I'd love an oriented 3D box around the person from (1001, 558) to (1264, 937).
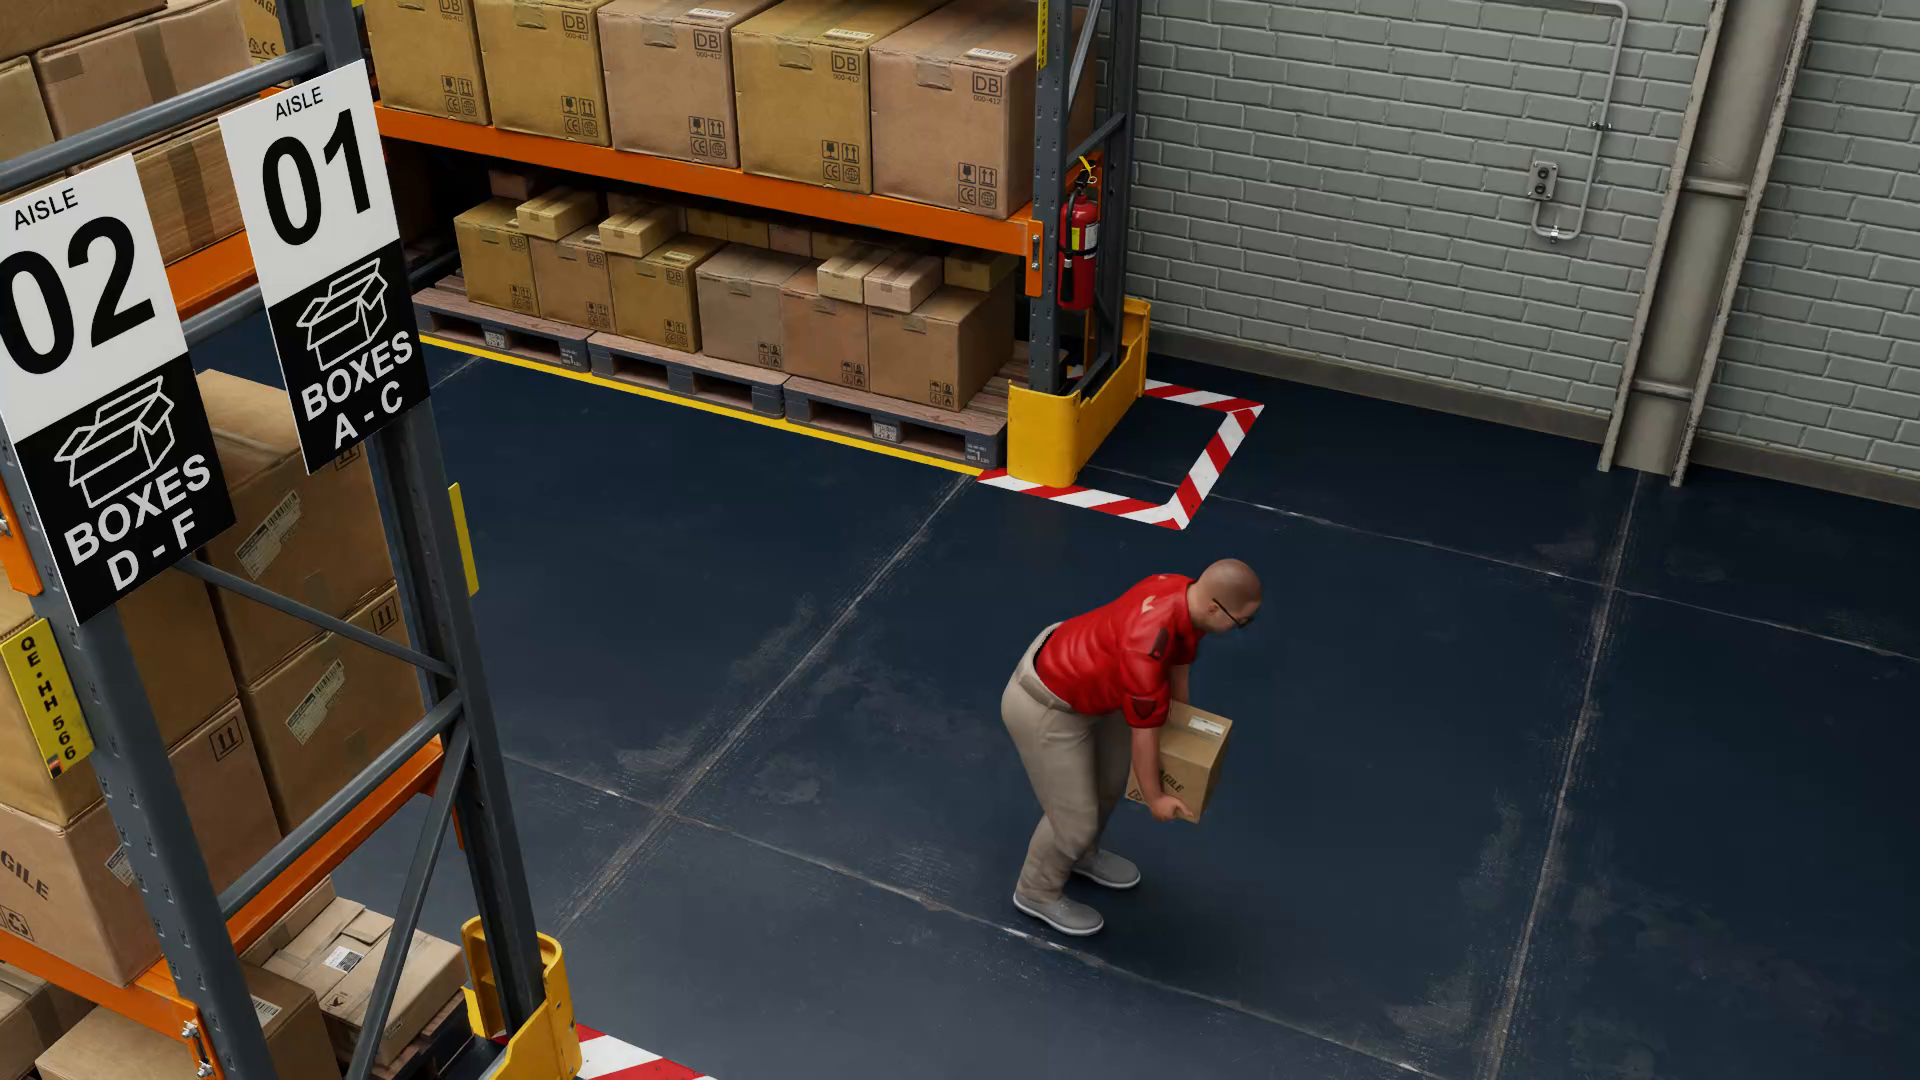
[{"bbox_3d":[0.533,0.641,5.405,0.779,1.495,0.486,13,36,19],"label":"person"}]
